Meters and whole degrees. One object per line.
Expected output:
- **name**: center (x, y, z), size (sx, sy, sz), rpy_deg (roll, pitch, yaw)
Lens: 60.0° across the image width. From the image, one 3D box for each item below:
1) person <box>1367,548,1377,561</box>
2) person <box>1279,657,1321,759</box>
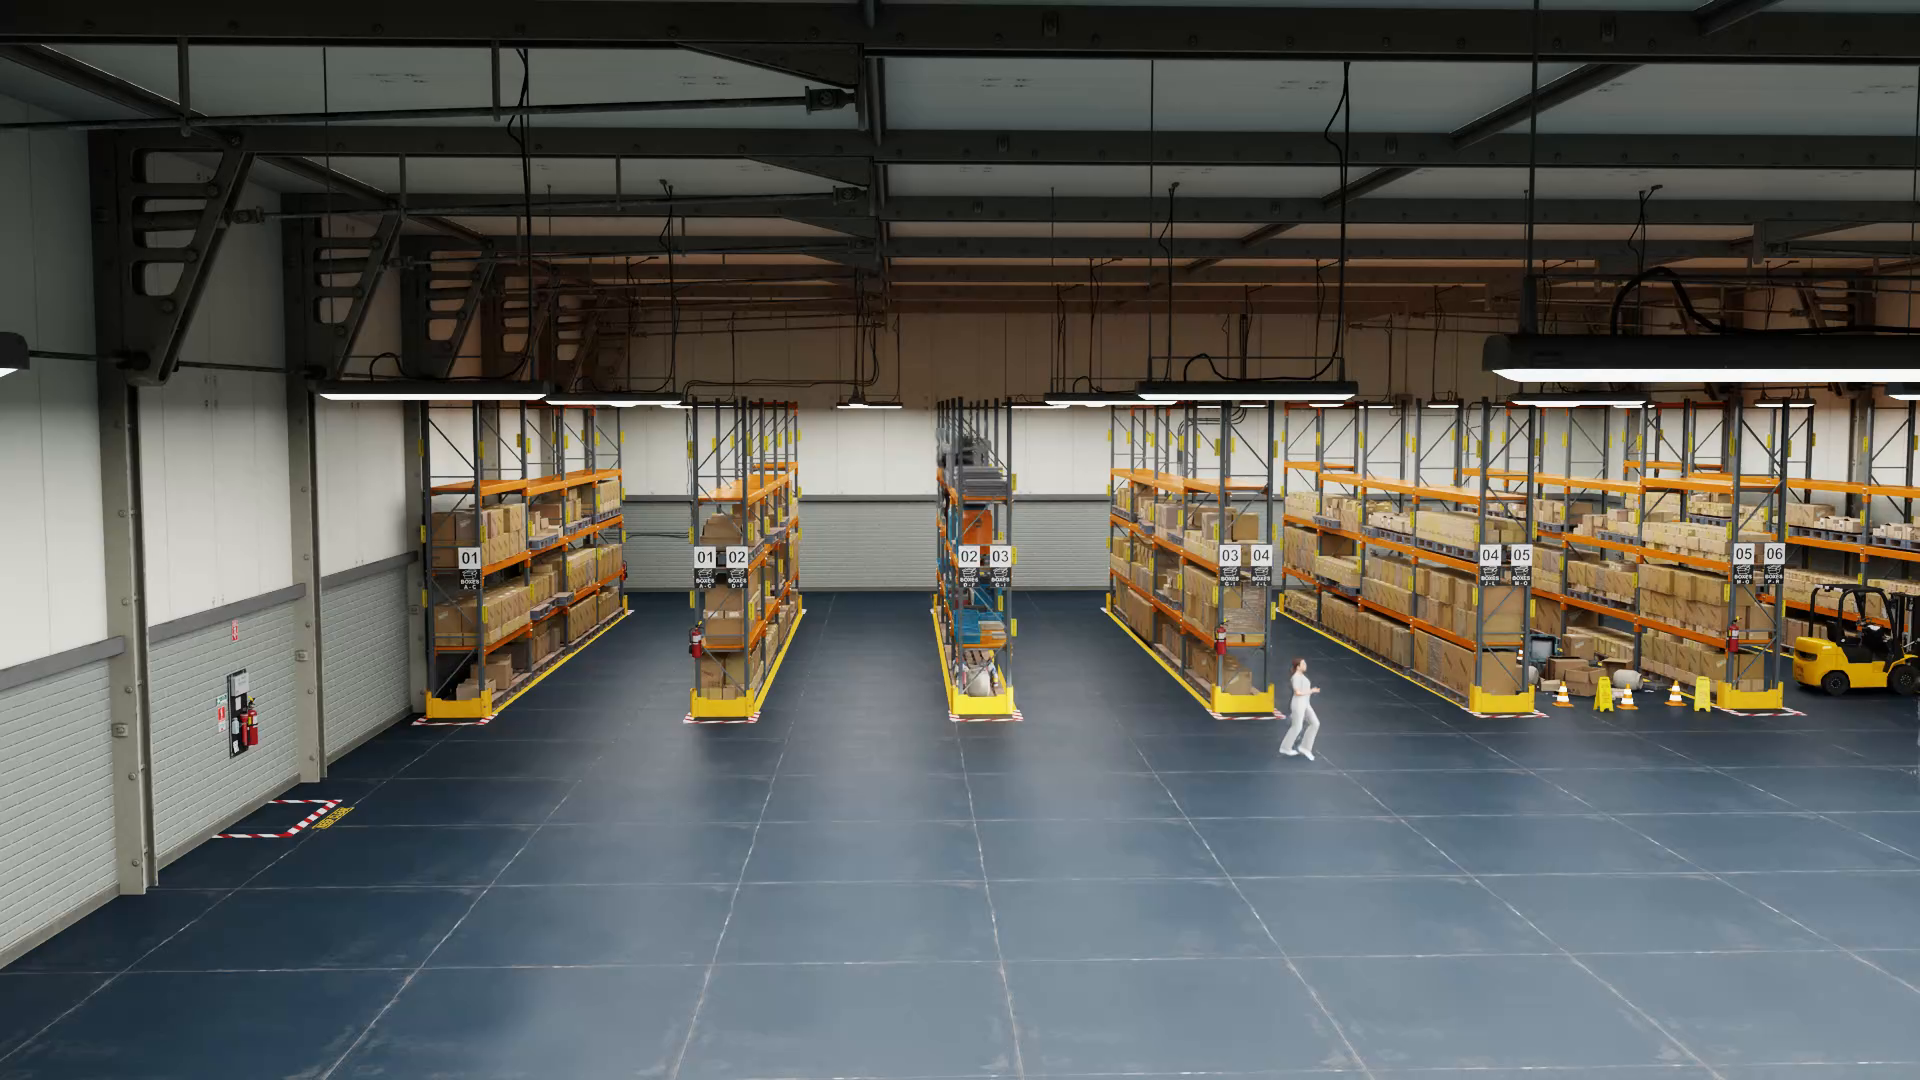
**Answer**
- **person**: center (12.225, 1.081, 49.182), size (0.852, 1.705, 0.622), rpy_deg (0, 4, 4)
- **person**: center (5.616, 2.775, 27.395), size (0.691, 1.705, 0.544), rpy_deg (2, 5, 29)
